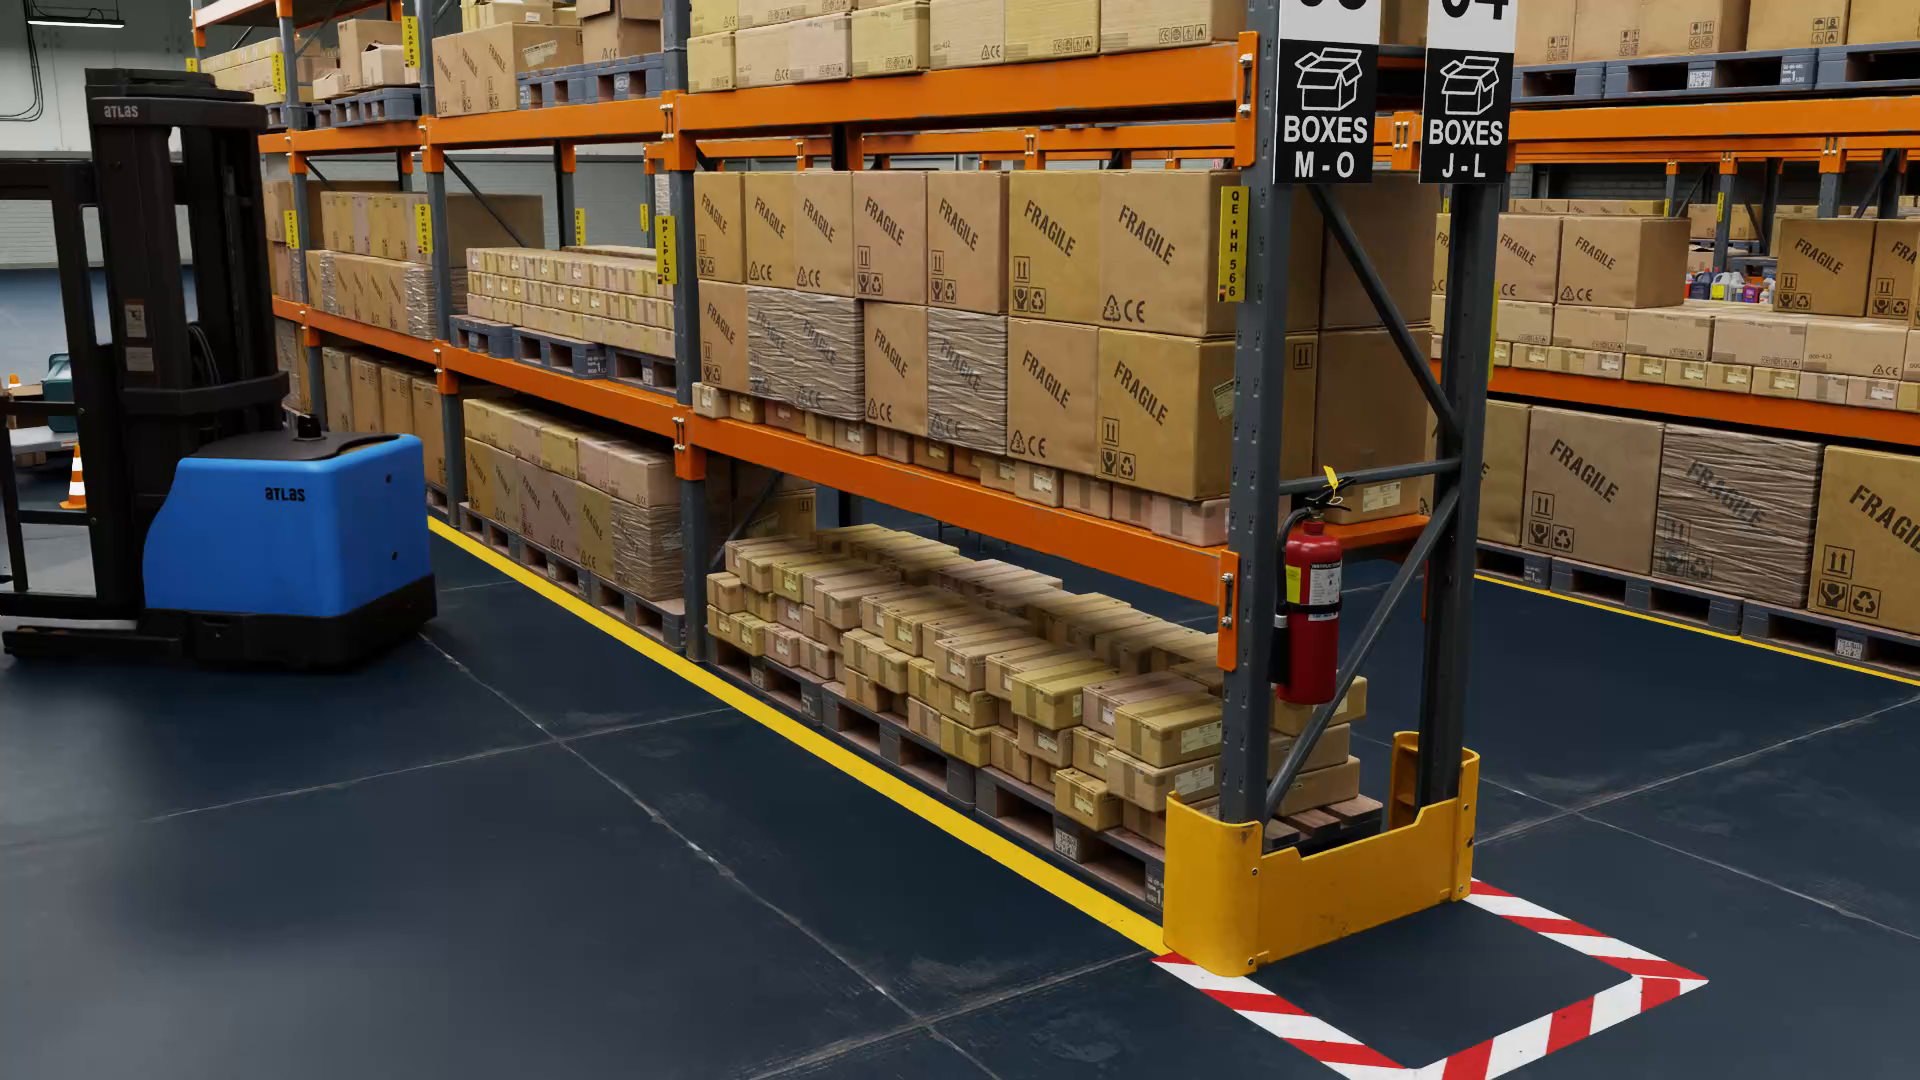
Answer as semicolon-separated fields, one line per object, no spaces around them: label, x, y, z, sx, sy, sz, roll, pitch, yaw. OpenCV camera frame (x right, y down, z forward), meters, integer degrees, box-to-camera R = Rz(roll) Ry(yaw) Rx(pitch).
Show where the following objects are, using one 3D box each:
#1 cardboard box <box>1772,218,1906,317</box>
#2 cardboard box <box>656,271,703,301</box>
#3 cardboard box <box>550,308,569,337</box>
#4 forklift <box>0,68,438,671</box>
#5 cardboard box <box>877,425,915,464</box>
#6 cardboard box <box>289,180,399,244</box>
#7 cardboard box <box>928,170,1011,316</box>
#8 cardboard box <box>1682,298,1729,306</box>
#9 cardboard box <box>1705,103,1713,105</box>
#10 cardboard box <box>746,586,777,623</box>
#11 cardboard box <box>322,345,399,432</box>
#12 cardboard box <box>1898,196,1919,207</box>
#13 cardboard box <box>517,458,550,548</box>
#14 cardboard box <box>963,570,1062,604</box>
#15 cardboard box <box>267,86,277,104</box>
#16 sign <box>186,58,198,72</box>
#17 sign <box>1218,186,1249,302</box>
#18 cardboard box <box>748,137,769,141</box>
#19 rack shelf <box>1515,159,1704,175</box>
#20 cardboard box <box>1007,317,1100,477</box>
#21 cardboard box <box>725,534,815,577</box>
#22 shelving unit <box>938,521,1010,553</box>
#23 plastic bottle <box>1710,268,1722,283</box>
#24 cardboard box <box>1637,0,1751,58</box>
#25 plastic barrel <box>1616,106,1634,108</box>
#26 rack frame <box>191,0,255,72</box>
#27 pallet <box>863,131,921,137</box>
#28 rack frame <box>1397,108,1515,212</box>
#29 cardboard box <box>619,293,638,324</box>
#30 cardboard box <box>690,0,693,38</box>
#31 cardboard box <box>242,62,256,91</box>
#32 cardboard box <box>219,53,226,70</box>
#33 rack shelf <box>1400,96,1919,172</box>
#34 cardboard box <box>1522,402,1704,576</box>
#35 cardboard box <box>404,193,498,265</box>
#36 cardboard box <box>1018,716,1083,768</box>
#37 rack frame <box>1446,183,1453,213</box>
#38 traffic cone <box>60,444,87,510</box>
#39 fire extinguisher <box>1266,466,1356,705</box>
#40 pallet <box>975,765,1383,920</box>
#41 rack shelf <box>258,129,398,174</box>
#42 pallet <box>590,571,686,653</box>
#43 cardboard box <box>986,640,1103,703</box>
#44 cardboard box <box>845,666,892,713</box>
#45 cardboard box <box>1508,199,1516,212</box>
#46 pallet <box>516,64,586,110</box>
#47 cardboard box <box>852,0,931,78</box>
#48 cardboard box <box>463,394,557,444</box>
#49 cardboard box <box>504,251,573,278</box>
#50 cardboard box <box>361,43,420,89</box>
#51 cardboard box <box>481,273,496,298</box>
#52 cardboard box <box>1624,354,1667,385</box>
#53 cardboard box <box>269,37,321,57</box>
cardboard box;4.831;-1.494;9.072;0.500;0.500;0.500;-9;15;-34
cardboard box;-1.345;-1.322;8.597;0.380;0.149;0.250;-7;14;-30
cardboard box;-2.217;-1.309;9.930;0.380;0.149;0.250;-9;15;-35
forklift;-4.439;-0.914;8.682;3.031;2.935;1.130;2;13;11
cardboard box;-0.118;-0.418;6.839;0.380;0.149;0.250;-7;14;-31
cardboard box;-5.568;-2.994;15.151;0.875;0.550;0.550;-8;15;-33
cardboard box;0.219;-1.105;6.123;0.500;0.500;0.500;-7;14;-30
cardboard box;4.260;-1.312;9.993;0.500;0.250;0.500;-8;15;-32
cardboard box;8.959;-5.024;19.661;0.500;0.250;0.500;-9;15;-37
cardboard box;-0.811;0.279;8.060;0.380;0.149;0.250;-8;15;-32
cardboard box;-4.974;-1.330;14.703;1.050;0.750;0.750;-8;15;-33
cardboard box;12.973;-4.634;22.747;0.380;0.149;0.250;-11;17;-42
cardboard box;-2.427;-0.260;10.398;0.500;0.500;0.500;-9;15;-34
cardboard box;0.238;0.252;7.484;0.380;0.149;0.250;-9;15;-35
cardboard box;-6.000;-3.991;14.943;0.380;0.149;0.250;-8;15;-32
sign;-8.074;-4.901;17.499;0.100;0.325;0.005;-8;15;-33
sign;0.783;-0.847;4.763;0.100;0.325;0.005;-8;15;-33
cardboard box;-1.958;-4.429;17.922;0.500;0.250;0.500;-8;14;-31
rack shelf;10.055;-6.121;26.992;1.077;0.370;4.000;-8;15;-33
cardboard box;0.512;-0.525;5.810;0.500;0.500;0.500;-8;15;-34
cardboard box;-0.942;0.082;8.261;0.380;0.149;0.250;-7;14;-30
shelving unit;0.092;-0.557;11.099;0.258;1.200;0.503;-8;15;-33
plastic bottle;6.584;-2.206;14.545;0.144;0.351;0.185;-8;15;-33
cardboard box;4.174;-2.900;9.128;0.700;0.500;0.500;-7;14;-30
plastic barrel;6.240;-4.207;15.254;0.433;0.535;0.433;0;12;0
rack frame;-7.609;-5.965;17.576;1.000;3.000;0.127;-8;15;-33
pallet;-0.377;-3.959;15.864;1.213;0.211;1.003;-8;15;-33
rack frame;3.225;-1.469;11.060;1.000;3.000;0.127;-8;15;-33
cardboard box;-1.627;-1.267;9.041;0.380;0.149;0.250;-7;14;-30
cardboard box;-1.079;-2.700;8.449;0.700;0.500;0.500;-8;15;-33
cardboard box;-6.434;-4.351;15.652;0.500;0.250;0.500;-8;15;-33
cardboard box;-7.126;-4.743;16.511;0.380;0.149;0.250;-8;15;-34
rack shelf;4.333;-2.228;9.190;1.077;0.370;4.000;-8;15;-33
cardboard box;4.023;-0.350;9.930;0.875;0.875;0.875;-8;15;-33
cardboard box;-3.698;-2.320;12.374;0.700;0.500;0.500;-8;15;-34
cardboard box;0.437;0.701;6.129;0.380;0.149;0.250;-9;15;-35
rack frame;7.042;-4.064;22.925;1.000;3.000;0.127;-8;15;-33
traffic cone;-6.612;-0.492;12.528;0.336;0.463;0.334;-8;15;-33
fire extinguisher;1.011;0.130;4.798;0.296;0.674;0.183;-8;15;-33
pallet;0.793;1.011;6.244;1.003;0.211;1.213;-8;15;-33
rack shelf;-6.501;-3.793;16.347;1.077;0.370;4.000;-8;15;-33
pallet;-1.393;0.324;9.388;1.003;0.211;1.213;-8;15;-33
cardboard box;0.320;0.508;6.316;0.380;0.149;0.250;-9;15;-35
cardboard box;-0.273;0.616;7.214;0.380;0.149;0.250;-9;15;-34
cardboard box;9.227;-5.456;27.838;0.500;0.500;0.500;-8;15;-33
pallet;-1.791;-2.580;9.559;1.213;0.211;1.003;-8;15;-33
cardboard box;-0.080;-1.903;6.370;0.500;0.250;0.500;-7;14;-30
cardboard box;-2.996;-0.811;11.161;0.500;0.250;0.500;-9;15;-35
cardboard box;-2.652;-1.741;10.514;0.380;0.149;0.250;-9;15;-35
cardboard box;-4.005;-3.438;12.032;0.500;0.311;0.500;-8;15;-33
cardboard box;-2.924;-1.682;10.940;0.380;0.149;0.250;-7;14;-30
cardboard box;3.977;-0.978;9.399;0.380;0.149;0.250;-9;15;-34
cardboard box;-5.861;-4.337;14.654;0.380;0.149;0.250;-8;15;-33
